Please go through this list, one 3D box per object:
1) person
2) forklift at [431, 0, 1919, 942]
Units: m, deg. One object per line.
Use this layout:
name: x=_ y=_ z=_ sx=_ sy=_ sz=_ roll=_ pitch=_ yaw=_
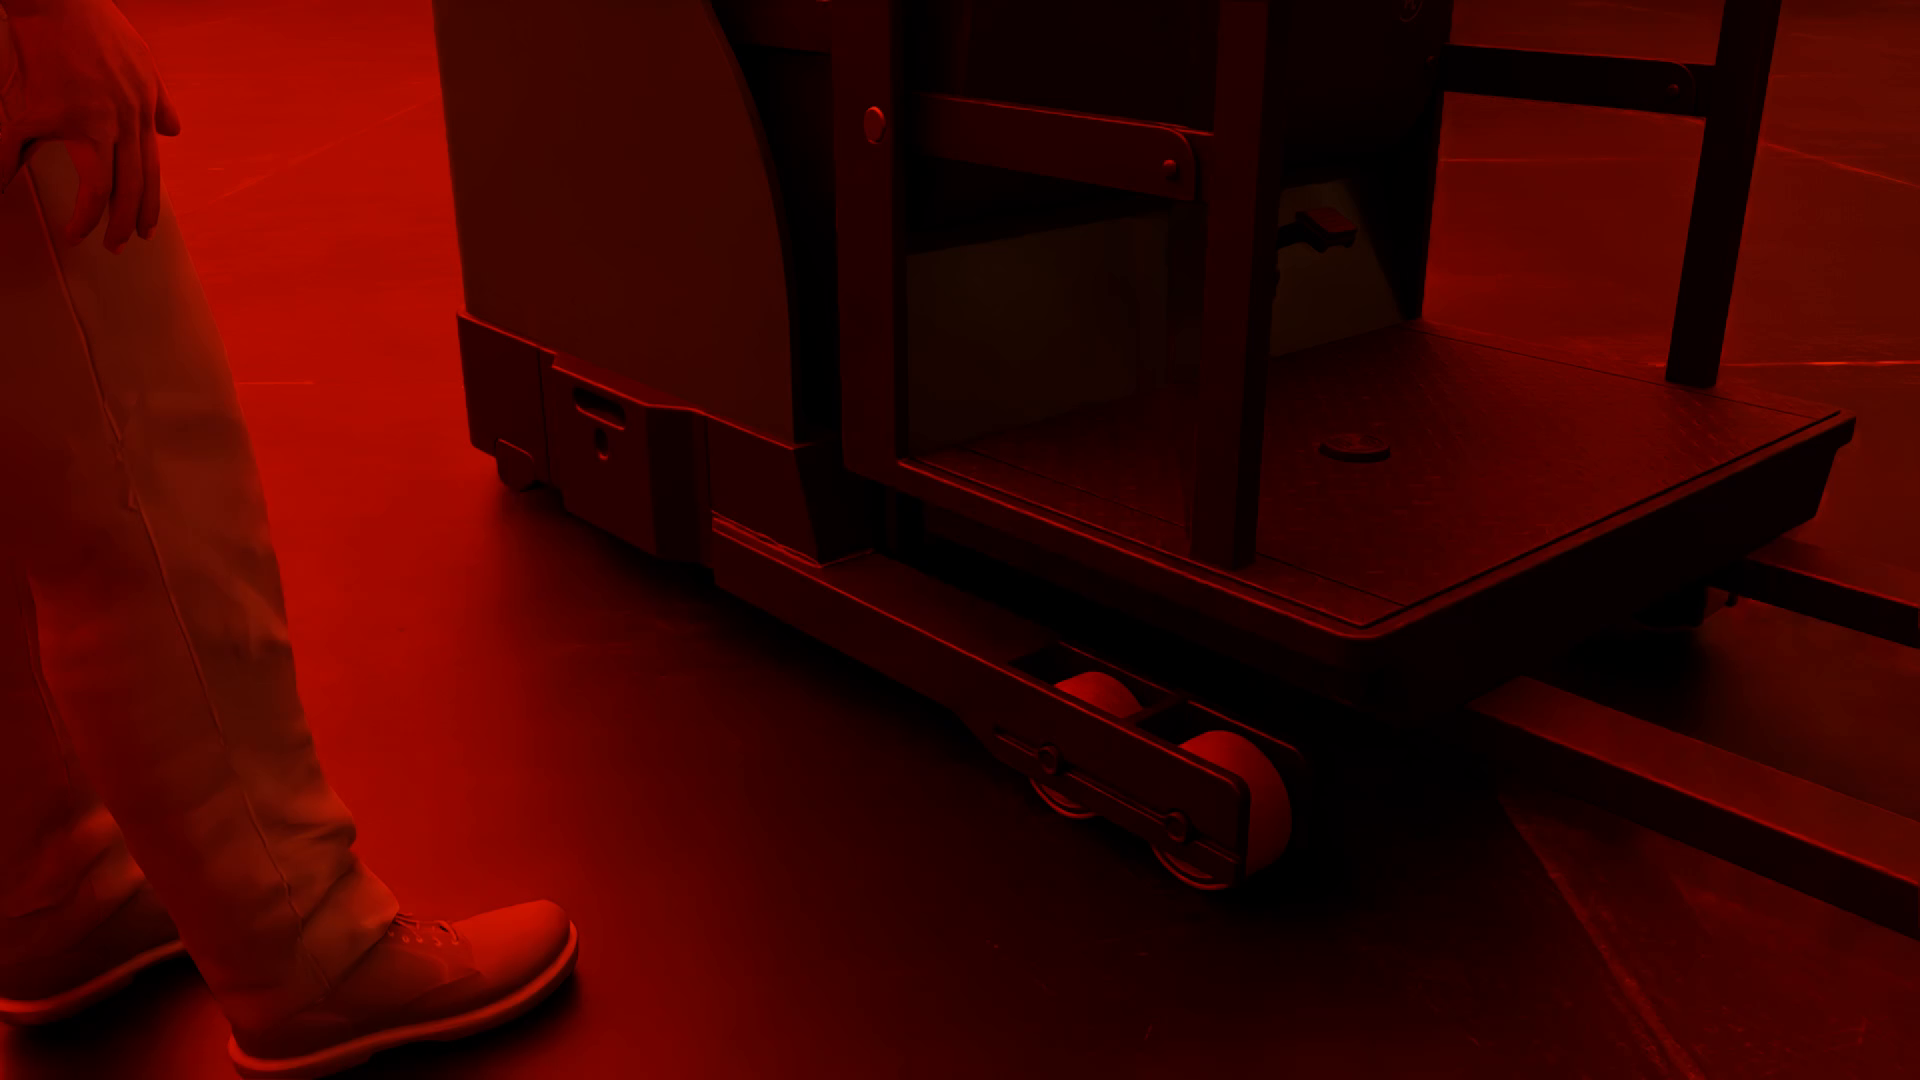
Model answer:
person: x=-0.773 y=-0.404 z=1.305 sx=0.640 sy=1.781 sz=0.574 roll=18 pitch=28 yaw=38
forklift: x=0.463 y=-1.199 z=1.780 sx=1.130 sy=2.935 sz=3.031 roll=-18 pitch=28 yaw=-38
